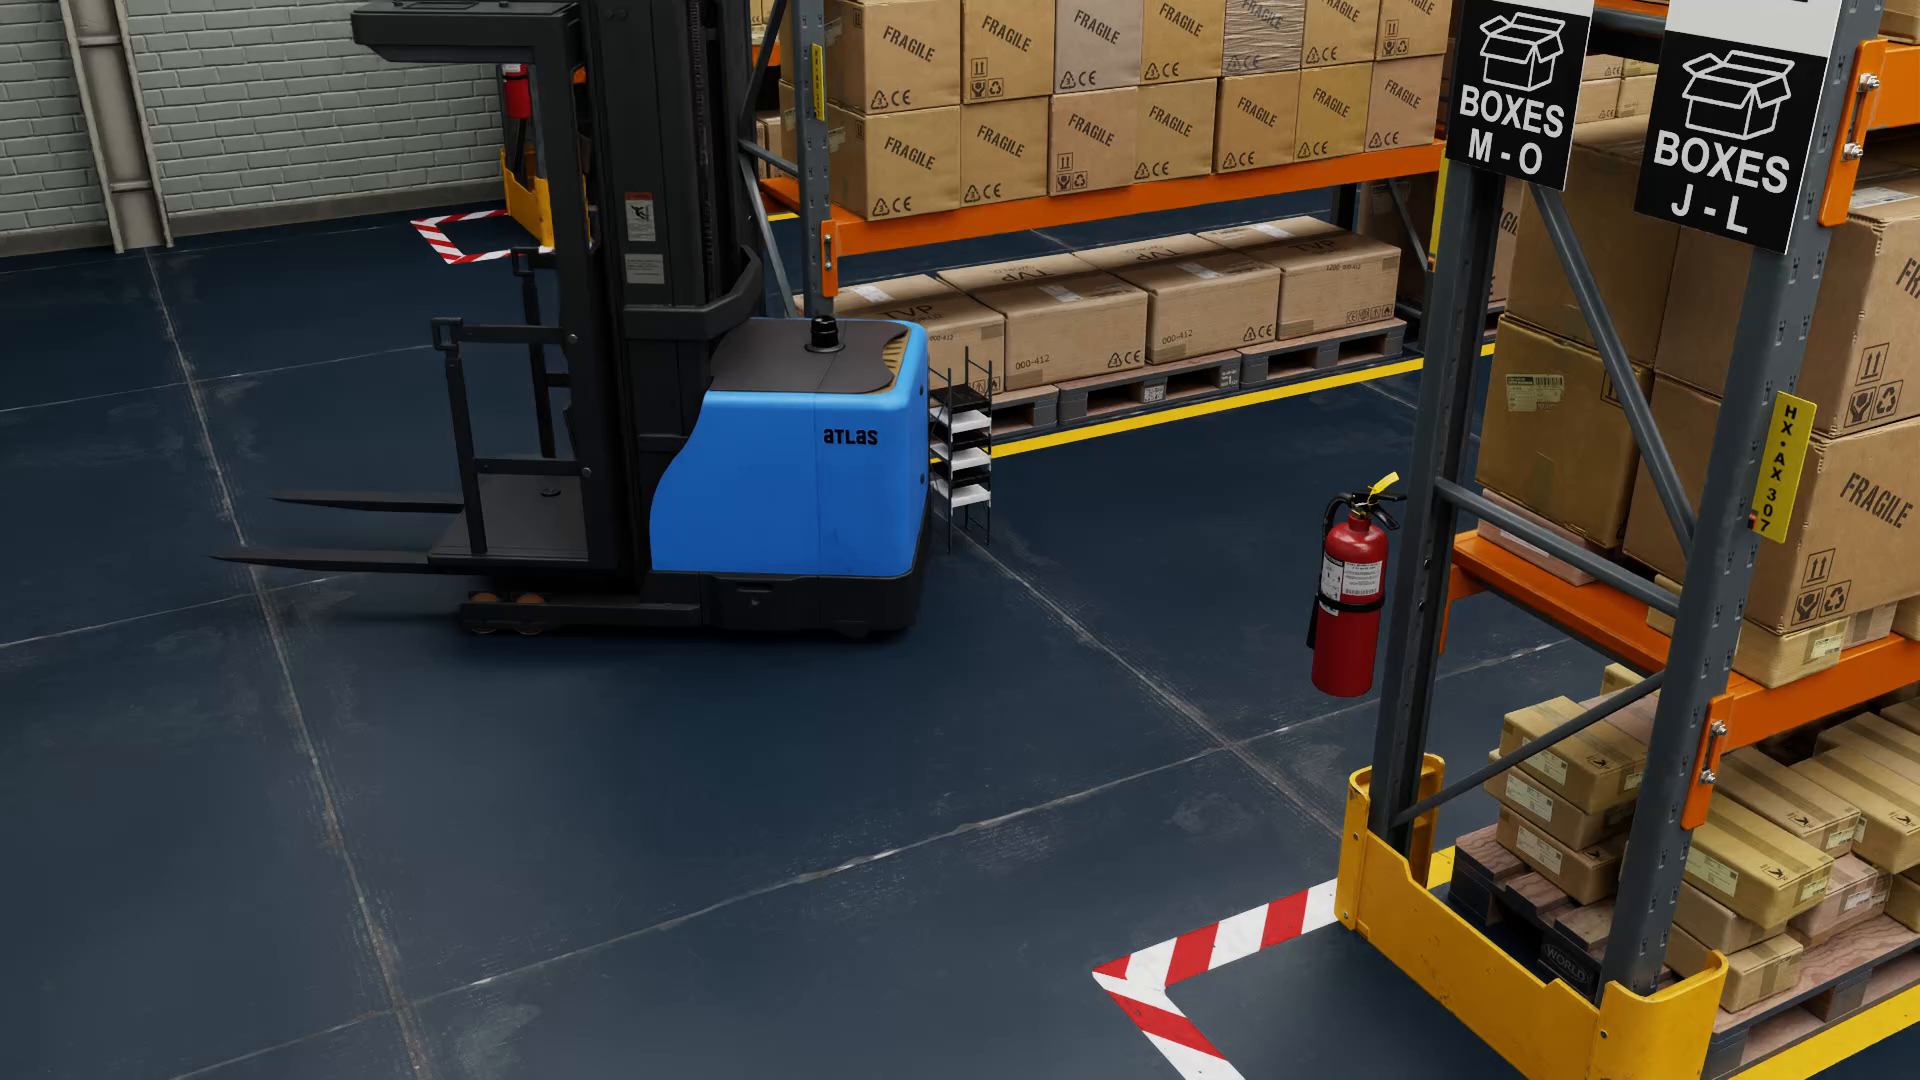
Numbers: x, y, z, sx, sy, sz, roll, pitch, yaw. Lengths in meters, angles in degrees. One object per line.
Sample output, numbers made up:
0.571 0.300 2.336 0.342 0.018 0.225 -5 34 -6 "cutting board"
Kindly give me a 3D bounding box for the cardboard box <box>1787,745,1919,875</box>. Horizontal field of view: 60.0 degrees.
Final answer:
2.616 0.772 4.797 0.250 0.149 0.380 -13 29 -25 "cardboard box"

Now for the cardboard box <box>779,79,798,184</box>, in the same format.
-0.593 -2.088 8.518 0.500 0.500 0.500 -13 28 -25 "cardboard box"

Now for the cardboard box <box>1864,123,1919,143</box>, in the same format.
2.258 -0.895 4.534 0.500 0.500 0.500 -14 29 -27 "cardboard box"

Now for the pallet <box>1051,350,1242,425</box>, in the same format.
0.850 -1.026 9.643 1.213 0.211 1.003 -13 29 -25 "pallet"

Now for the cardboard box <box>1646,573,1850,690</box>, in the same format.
1.964 0.199 4.161 0.250 0.149 0.380 -13 29 -26 "cardboard box"

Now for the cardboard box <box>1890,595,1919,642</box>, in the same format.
2.432 0.097 4.373 0.250 0.149 0.380 -14 29 -27 "cardboard box"

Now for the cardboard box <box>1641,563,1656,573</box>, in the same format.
1.916 -0.071 4.723 0.250 0.149 0.380 -13 29 -25 "cardboard box"

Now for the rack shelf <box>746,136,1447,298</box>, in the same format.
0.871 -1.927 9.129 4.000 0.370 1.077 -13 29 -25 "rack shelf"

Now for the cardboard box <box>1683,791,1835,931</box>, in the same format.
2.146 0.877 4.579 0.250 0.149 0.380 -14 29 -27 "cardboard box"

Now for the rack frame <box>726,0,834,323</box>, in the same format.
-0.894 -1.844 8.124 0.127 3.000 1.000 -13 29 -25 "rack frame"

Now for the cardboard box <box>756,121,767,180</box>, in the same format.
-1.876 -3.049 13.037 0.500 0.500 0.700 -12 28 -23 "cardboard box"

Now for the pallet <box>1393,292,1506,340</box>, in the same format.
3.281 -1.587 10.812 1.213 0.211 1.003 -13 29 -25 "pallet"

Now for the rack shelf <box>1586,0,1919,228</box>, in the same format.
3.289 -1.409 4.585 4.000 0.370 1.077 -13 29 -25 "rack shelf"

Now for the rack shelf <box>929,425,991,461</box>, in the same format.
-0.007 -0.455 7.527 0.200 0.077 0.258 -13 29 -25 "rack shelf"

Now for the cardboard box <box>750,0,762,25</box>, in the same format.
-1.816 -4.002 12.449 0.500 0.250 0.500 -14 29 -26 "cardboard box"

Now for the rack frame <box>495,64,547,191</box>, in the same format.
-3.233 -3.739 12.071 0.127 3.000 1.000 -13 29 -25 "rack frame"

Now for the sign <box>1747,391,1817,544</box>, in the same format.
1.780 -0.157 3.611 0.005 0.325 0.100 -13 29 -25 "sign"

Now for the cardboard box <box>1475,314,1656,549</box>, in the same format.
1.800 -0.343 4.539 0.500 0.500 0.500 -12 28 -24 "cardboard box"

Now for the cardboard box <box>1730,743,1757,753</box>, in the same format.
2.313 0.665 5.364 0.250 0.149 0.380 -14 29 -27 "cardboard box"

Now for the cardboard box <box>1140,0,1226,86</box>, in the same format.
1.006 -2.646 8.525 0.500 0.500 0.500 -13 28 -25 "cardboard box"

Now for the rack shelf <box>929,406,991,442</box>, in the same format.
-0.007 -0.536 7.488 0.200 0.077 0.258 -13 29 -25 "rack shelf"

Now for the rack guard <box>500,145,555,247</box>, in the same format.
-3.166 -2.627 12.644 0.348 0.500 1.175 -13 29 -25 "rack guard"

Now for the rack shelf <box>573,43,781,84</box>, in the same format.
-1.468 -3.822 13.075 4.000 0.370 1.077 -13 29 -25 "rack shelf"

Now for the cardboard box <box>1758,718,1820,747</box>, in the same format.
2.548 0.490 5.385 0.250 0.149 0.380 -14 29 -27 "cardboard box"

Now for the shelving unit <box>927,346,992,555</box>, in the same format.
-0.007 -0.404 7.552 0.210 0.900 0.258 -13 29 -25 "shelving unit"

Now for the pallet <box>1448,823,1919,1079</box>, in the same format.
2.325 1.116 5.182 1.213 0.211 1.003 -13 29 -25 "pallet"

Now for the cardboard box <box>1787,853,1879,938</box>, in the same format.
2.376 0.945 4.781 0.250 0.149 0.380 -13 29 -25 "cardboard box"

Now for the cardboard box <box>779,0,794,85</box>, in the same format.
-0.581 -2.529 8.280 0.500 0.500 0.500 -12 28 -23 "cardboard box"

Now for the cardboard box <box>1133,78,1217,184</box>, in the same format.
0.989 -2.196 8.742 0.500 0.500 0.500 -12 28 -23 "cardboard box"

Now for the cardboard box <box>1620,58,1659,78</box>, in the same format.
4.061 -3.008 10.144 0.500 0.250 0.500 -13 28 -24 "cardboard box"

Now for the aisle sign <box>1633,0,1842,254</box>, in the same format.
1.601 -1.016 3.398 0.004 0.787 0.394 -13 29 -25 "aisle sign"

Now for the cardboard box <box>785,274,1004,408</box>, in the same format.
-0.359 -1.051 8.948 0.875 0.438 0.875 -14 29 -27 "cardboard box"

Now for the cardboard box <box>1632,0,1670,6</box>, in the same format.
1.801 -1.452 4.016 0.500 0.250 0.500 -14 29 -26 "cardboard box"

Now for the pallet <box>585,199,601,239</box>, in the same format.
-2.463 -2.660 13.046 1.213 0.211 1.003 -13 29 -25 "pallet"

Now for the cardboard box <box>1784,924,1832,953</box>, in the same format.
2.330 1.053 4.900 0.250 0.149 0.380 -13 29 -25 "cardboard box"

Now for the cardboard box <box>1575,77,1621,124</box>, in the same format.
3.604 -2.686 10.051 0.500 0.250 0.500 -14 29 -26 "cardboard box"

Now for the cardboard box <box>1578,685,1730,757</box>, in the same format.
2.121 0.620 5.114 0.250 0.149 0.380 -12 28 -24 "cardboard box"

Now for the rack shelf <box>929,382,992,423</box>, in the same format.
-0.007 -0.617 7.449 0.200 0.077 0.258 -13 29 -25 "rack shelf"

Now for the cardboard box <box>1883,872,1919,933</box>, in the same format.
2.823 0.990 5.032 0.250 0.149 0.380 -13 28 -24 "cardboard box"

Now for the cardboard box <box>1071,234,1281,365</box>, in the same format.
1.241 -1.423 9.724 0.875 0.438 0.875 -14 29 -27 "cardboard box"

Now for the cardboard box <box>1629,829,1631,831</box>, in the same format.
2.070 0.844 5.335 0.250 0.149 0.380 -12 28 -24 "cardboard box"

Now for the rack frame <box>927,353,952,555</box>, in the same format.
-0.097 -0.383 7.509 0.006 0.900 0.240 -13 29 -25 "rack frame"

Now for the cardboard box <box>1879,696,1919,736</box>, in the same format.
3.045 0.637 5.078 0.250 0.149 0.380 -12 28 -23 "cardboard box"

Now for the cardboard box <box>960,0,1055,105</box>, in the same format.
0.116 -2.436 8.088 0.500 0.500 0.500 -14 29 -26 "cardboard box"

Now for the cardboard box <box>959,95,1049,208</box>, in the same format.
0.098 -1.991 8.315 0.500 0.500 0.500 -13 29 -26 "cardboard box"

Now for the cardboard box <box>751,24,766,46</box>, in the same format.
-1.654 -3.831 12.554 0.250 0.149 0.380 -14 29 -27 "cardboard box"

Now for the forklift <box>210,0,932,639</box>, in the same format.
-1.671 -1.152 6.762 3.031 2.935 1.130 2 26 3 "forklift"

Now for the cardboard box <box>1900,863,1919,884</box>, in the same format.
2.827 0.851 4.978 0.250 0.149 0.380 -12 28 -24 "cardboard box"

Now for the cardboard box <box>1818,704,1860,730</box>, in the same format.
2.764 0.555 5.594 0.250 0.149 0.380 -13 28 -24 "cardboard box"

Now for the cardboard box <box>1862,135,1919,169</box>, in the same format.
2.488 -0.699 4.126 0.500 0.500 0.500 -12 28 -24 "cardboard box"

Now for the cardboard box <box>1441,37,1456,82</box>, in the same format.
3.156 -2.798 9.708 0.500 0.250 0.500 -14 29 -27 "cardboard box"

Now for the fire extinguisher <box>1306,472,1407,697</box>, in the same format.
1.085 0.104 4.588 0.183 0.674 0.296 -13 29 -25 "fire extinguisher"

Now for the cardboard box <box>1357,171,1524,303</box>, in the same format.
3.145 -2.047 10.517 0.875 0.875 0.875 -12 28 -24 "cardboard box"

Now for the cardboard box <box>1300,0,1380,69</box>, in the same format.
1.897 -2.852 8.955 0.500 0.500 0.500 -13 29 -26 "cardboard box"

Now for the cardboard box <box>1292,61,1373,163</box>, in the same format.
1.895 -2.404 9.177 0.500 0.500 0.500 -14 29 -26 "cardboard box"
